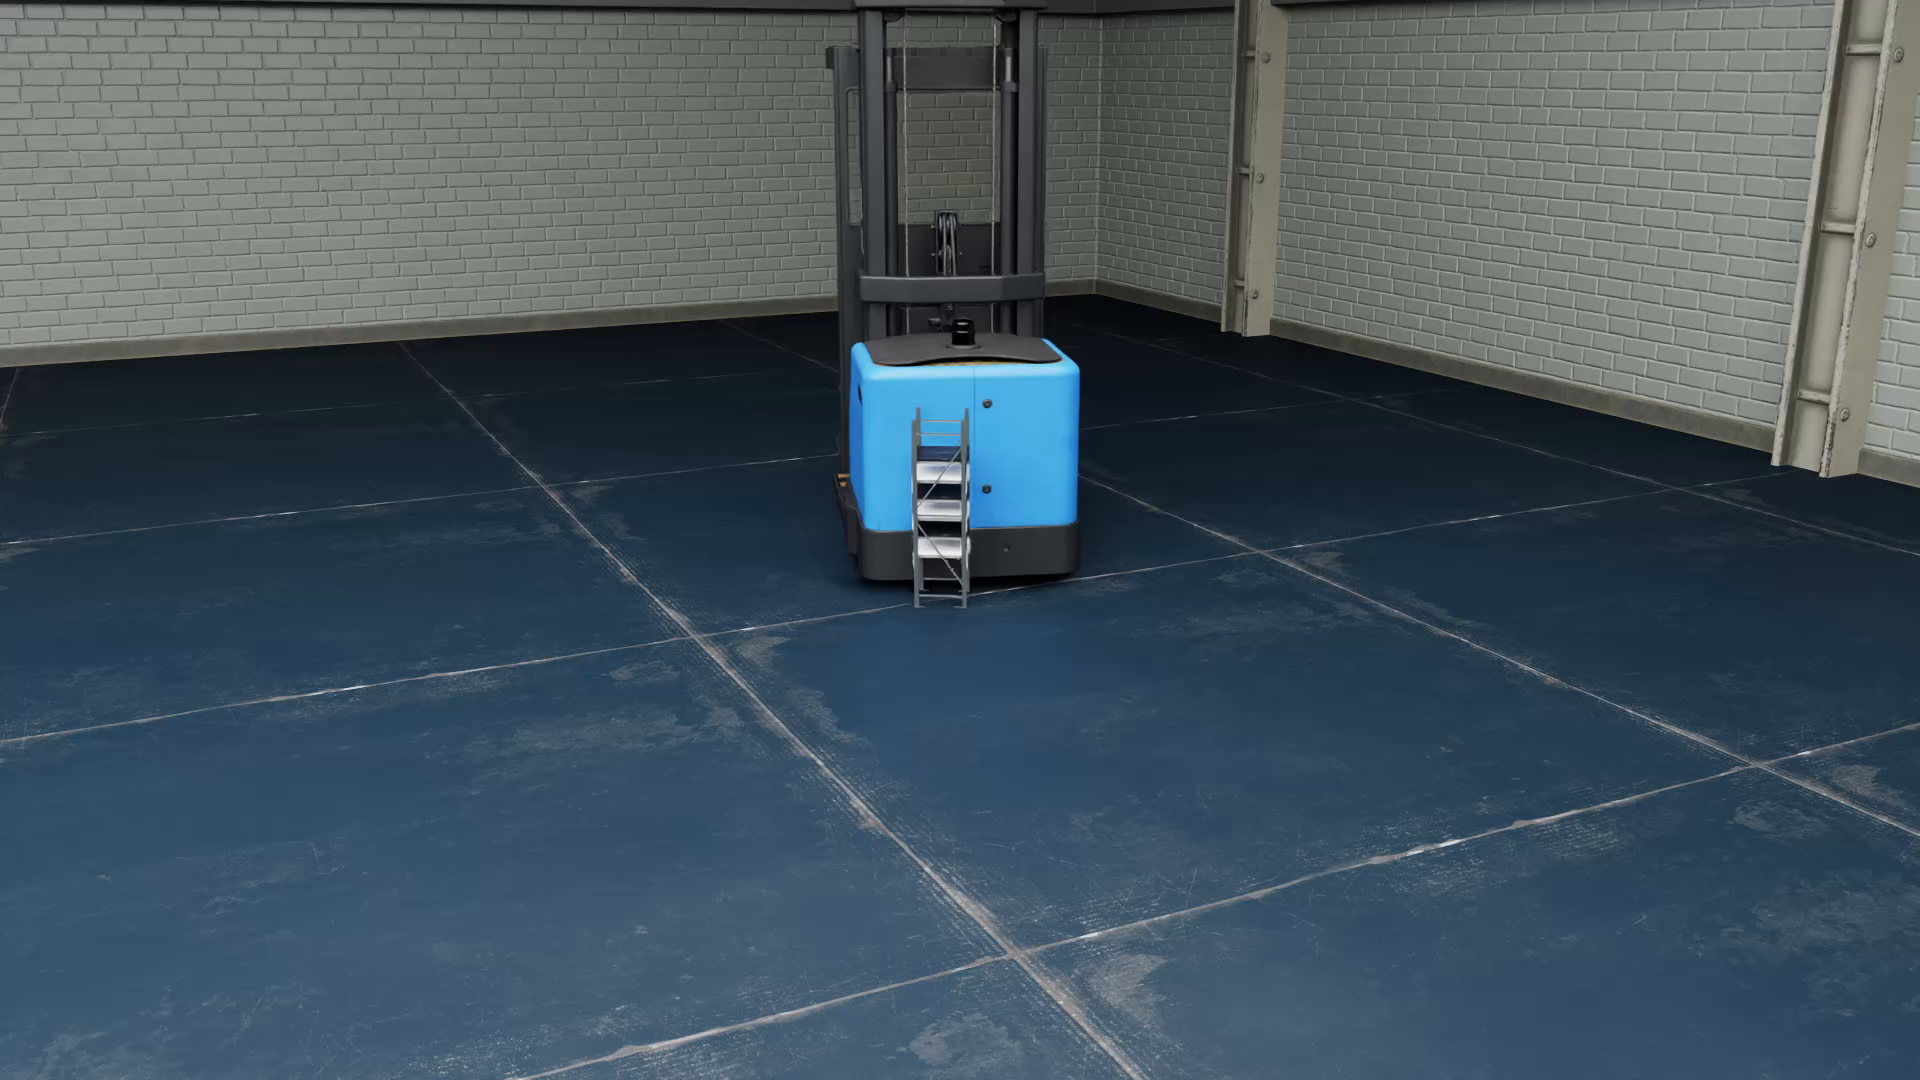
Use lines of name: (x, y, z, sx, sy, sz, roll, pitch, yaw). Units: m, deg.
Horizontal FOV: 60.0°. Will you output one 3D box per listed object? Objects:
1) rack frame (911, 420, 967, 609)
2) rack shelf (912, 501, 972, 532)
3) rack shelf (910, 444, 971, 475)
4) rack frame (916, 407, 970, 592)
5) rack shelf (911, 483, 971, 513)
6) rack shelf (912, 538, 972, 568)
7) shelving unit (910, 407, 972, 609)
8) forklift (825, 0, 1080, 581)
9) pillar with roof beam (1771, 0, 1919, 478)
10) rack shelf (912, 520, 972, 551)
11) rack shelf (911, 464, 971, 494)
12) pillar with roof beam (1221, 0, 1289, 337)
rack frame: (-0.092, -0.105, 7.490, 0.240, 0.900, 0.006, 1, 21, 4)
rack shelf: (-0.083, -0.111, 7.597, 0.258, 0.077, 0.200, 1, 21, 4)
rack shelf: (-0.085, -0.363, 7.500, 0.258, 0.077, 0.200, 1, 21, 4)
rack frame: (-0.075, -0.178, 7.679, 0.240, 0.900, 0.006, 1, 21, 4)
rack shelf: (-0.084, -0.195, 7.564, 0.258, 0.077, 0.200, 1, 21, 4)
rack shelf: (-0.082, 0.058, 7.661, 0.258, 0.077, 0.200, 1, 21, 4)
shelving unit: (-0.084, -0.142, 7.585, 0.258, 0.900, 0.210, 1, 21, 4)
forklift: (-0.134, -1.577, 8.933, 1.130, 2.935, 3.031, -2, 16, -7)
pillar with roof beam: (1.423, -4.249, 7.243, 9.100, 9.000, 0.400, -8, 18, -25)
rack shelf: (-0.083, -0.027, 7.629, 0.258, 0.077, 0.200, 1, 21, 4)
rack shelf: (-0.085, -0.279, 7.532, 0.258, 0.077, 0.200, 1, 21, 4)
pillar with roof beam: (-1.205, -5.737, 12.427, 9.100, 9.000, 0.400, -8, 18, -25)
